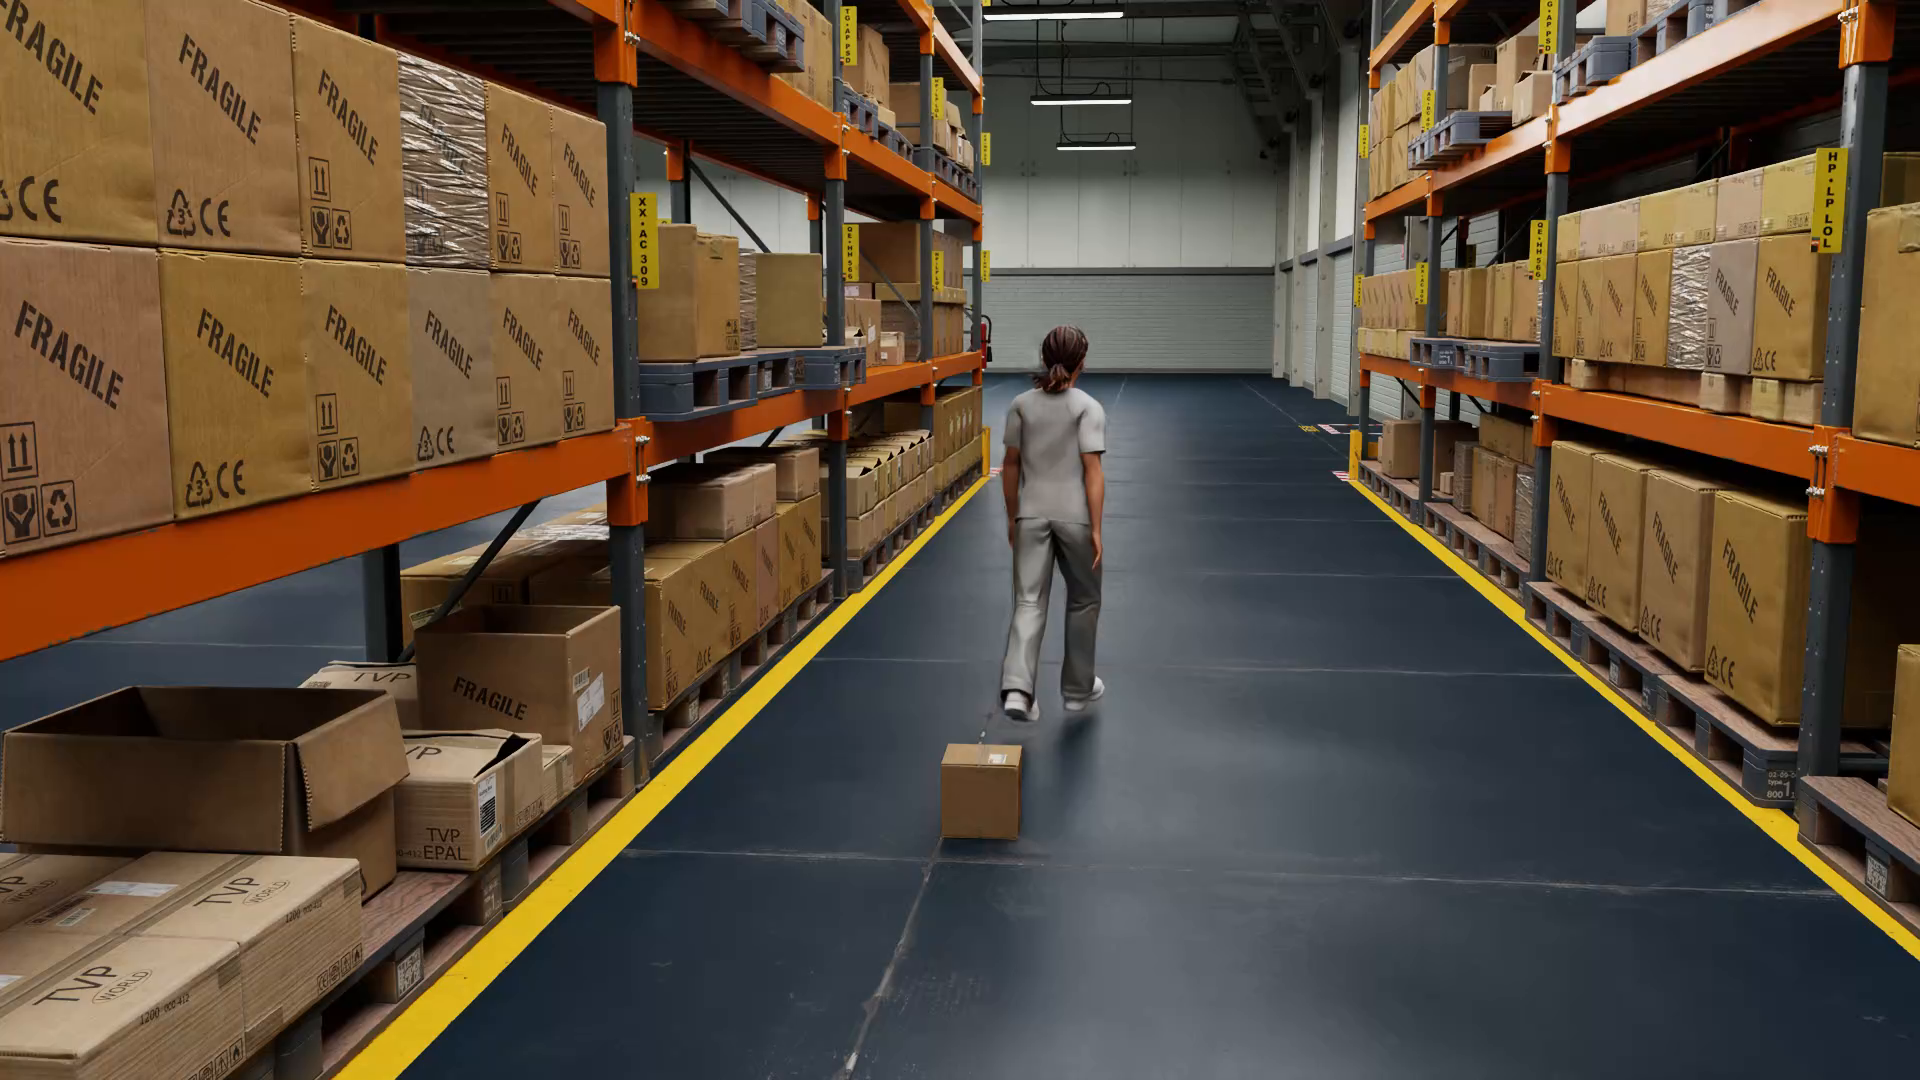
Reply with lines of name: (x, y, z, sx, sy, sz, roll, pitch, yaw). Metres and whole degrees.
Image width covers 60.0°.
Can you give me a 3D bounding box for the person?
person: (0.369, -0.055, 6.761, 0.455, 1.624, 1.011, 2, 8, 18)
